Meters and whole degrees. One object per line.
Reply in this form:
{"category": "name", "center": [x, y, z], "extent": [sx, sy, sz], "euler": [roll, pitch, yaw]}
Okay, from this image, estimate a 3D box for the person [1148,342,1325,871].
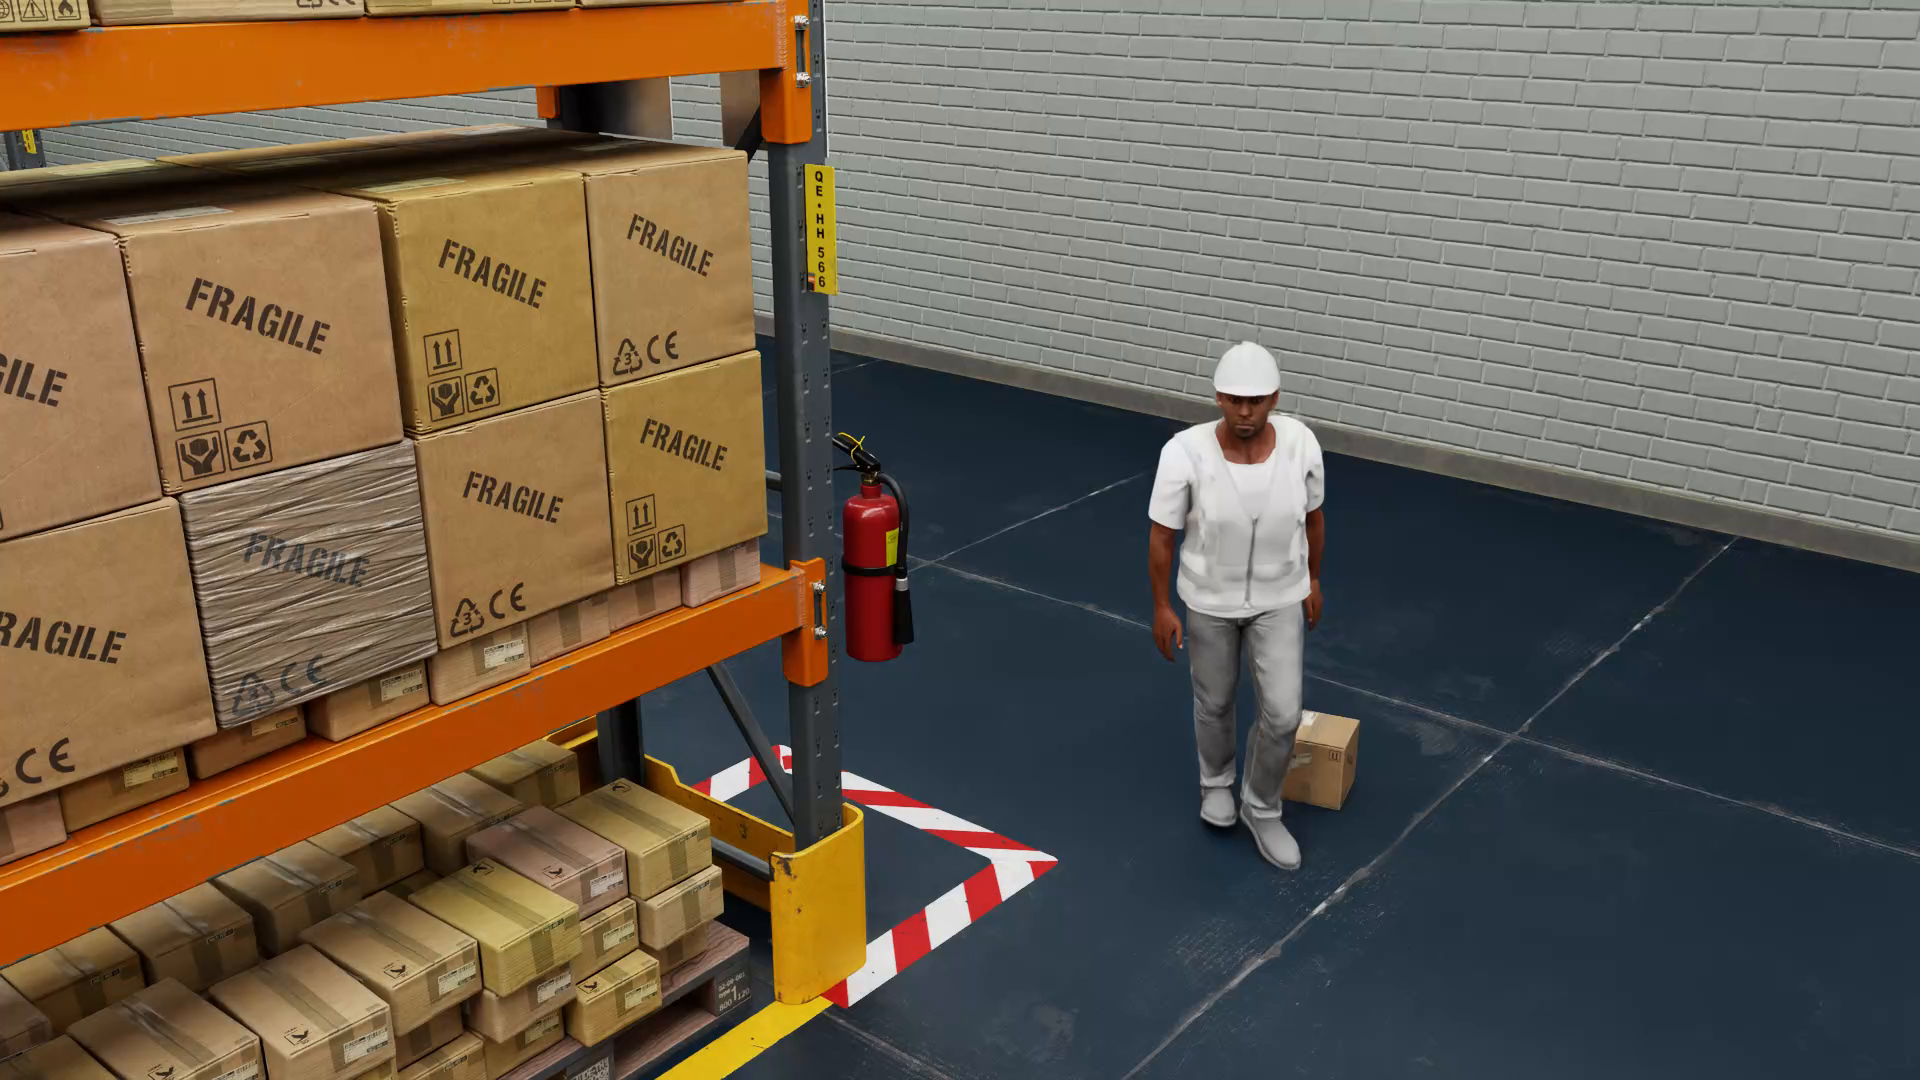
{"category": "person", "center": [0.913, 0.197, 5.496], "extent": [0.607, 1.774, 0.560], "euler": [1, 20, 3]}
